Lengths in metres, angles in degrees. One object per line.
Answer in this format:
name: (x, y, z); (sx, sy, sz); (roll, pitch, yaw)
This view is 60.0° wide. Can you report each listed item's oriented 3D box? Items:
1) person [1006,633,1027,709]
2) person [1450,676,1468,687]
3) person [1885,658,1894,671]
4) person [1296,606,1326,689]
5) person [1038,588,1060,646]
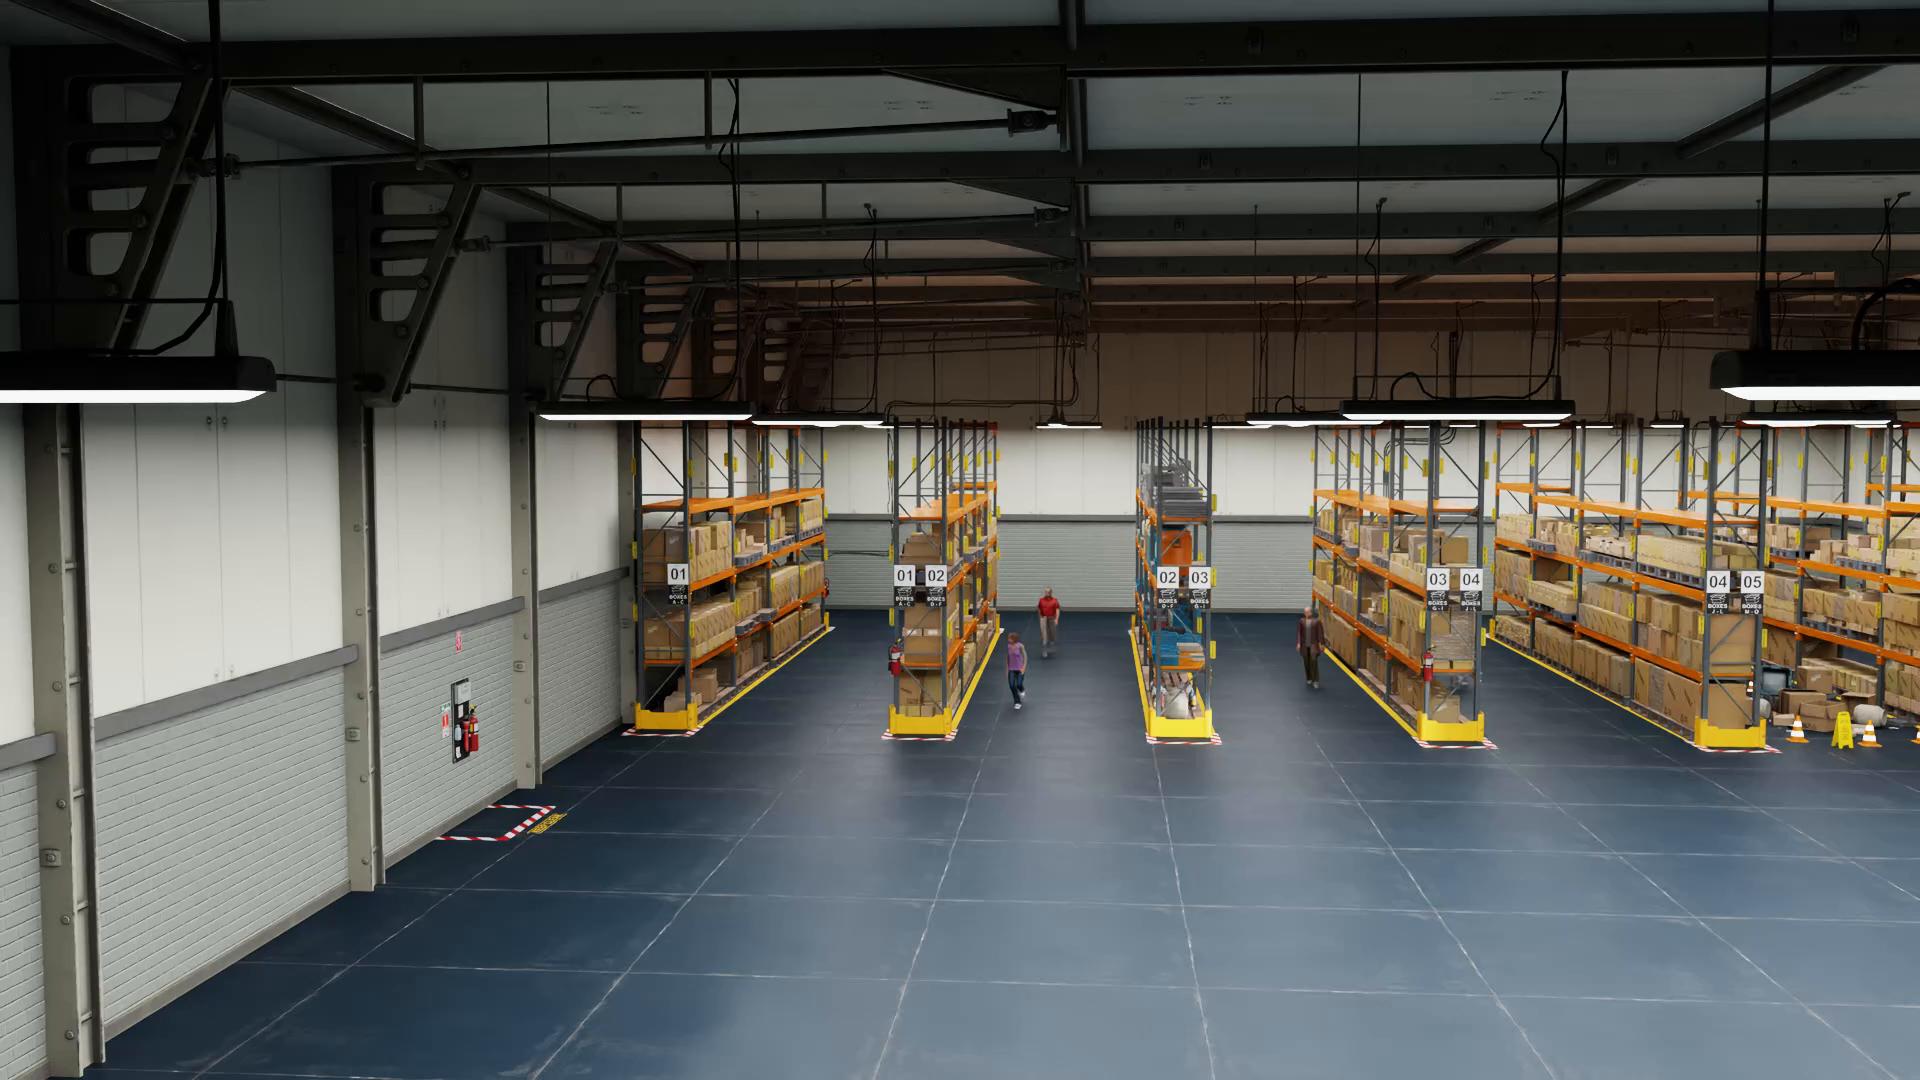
person: (1.181, 2.696, 34.478); (0.480, 1.571, 0.496); (2, 4, 24)
person: (11.122, 2.460, 37.257); (0.512, 1.674, 0.509); (1, 4, 10)
person: (21.300, 2.453, 38.059); (0.636, 1.573, 0.824); (0, 4, -3)
person: (7.849, 2.413, 37.384); (0.655, 1.771, 0.705); (2, 4, 31)
person: (2.270, 1.953, 42.441); (0.541, 1.445, 1.082); (0, 4, 3)
